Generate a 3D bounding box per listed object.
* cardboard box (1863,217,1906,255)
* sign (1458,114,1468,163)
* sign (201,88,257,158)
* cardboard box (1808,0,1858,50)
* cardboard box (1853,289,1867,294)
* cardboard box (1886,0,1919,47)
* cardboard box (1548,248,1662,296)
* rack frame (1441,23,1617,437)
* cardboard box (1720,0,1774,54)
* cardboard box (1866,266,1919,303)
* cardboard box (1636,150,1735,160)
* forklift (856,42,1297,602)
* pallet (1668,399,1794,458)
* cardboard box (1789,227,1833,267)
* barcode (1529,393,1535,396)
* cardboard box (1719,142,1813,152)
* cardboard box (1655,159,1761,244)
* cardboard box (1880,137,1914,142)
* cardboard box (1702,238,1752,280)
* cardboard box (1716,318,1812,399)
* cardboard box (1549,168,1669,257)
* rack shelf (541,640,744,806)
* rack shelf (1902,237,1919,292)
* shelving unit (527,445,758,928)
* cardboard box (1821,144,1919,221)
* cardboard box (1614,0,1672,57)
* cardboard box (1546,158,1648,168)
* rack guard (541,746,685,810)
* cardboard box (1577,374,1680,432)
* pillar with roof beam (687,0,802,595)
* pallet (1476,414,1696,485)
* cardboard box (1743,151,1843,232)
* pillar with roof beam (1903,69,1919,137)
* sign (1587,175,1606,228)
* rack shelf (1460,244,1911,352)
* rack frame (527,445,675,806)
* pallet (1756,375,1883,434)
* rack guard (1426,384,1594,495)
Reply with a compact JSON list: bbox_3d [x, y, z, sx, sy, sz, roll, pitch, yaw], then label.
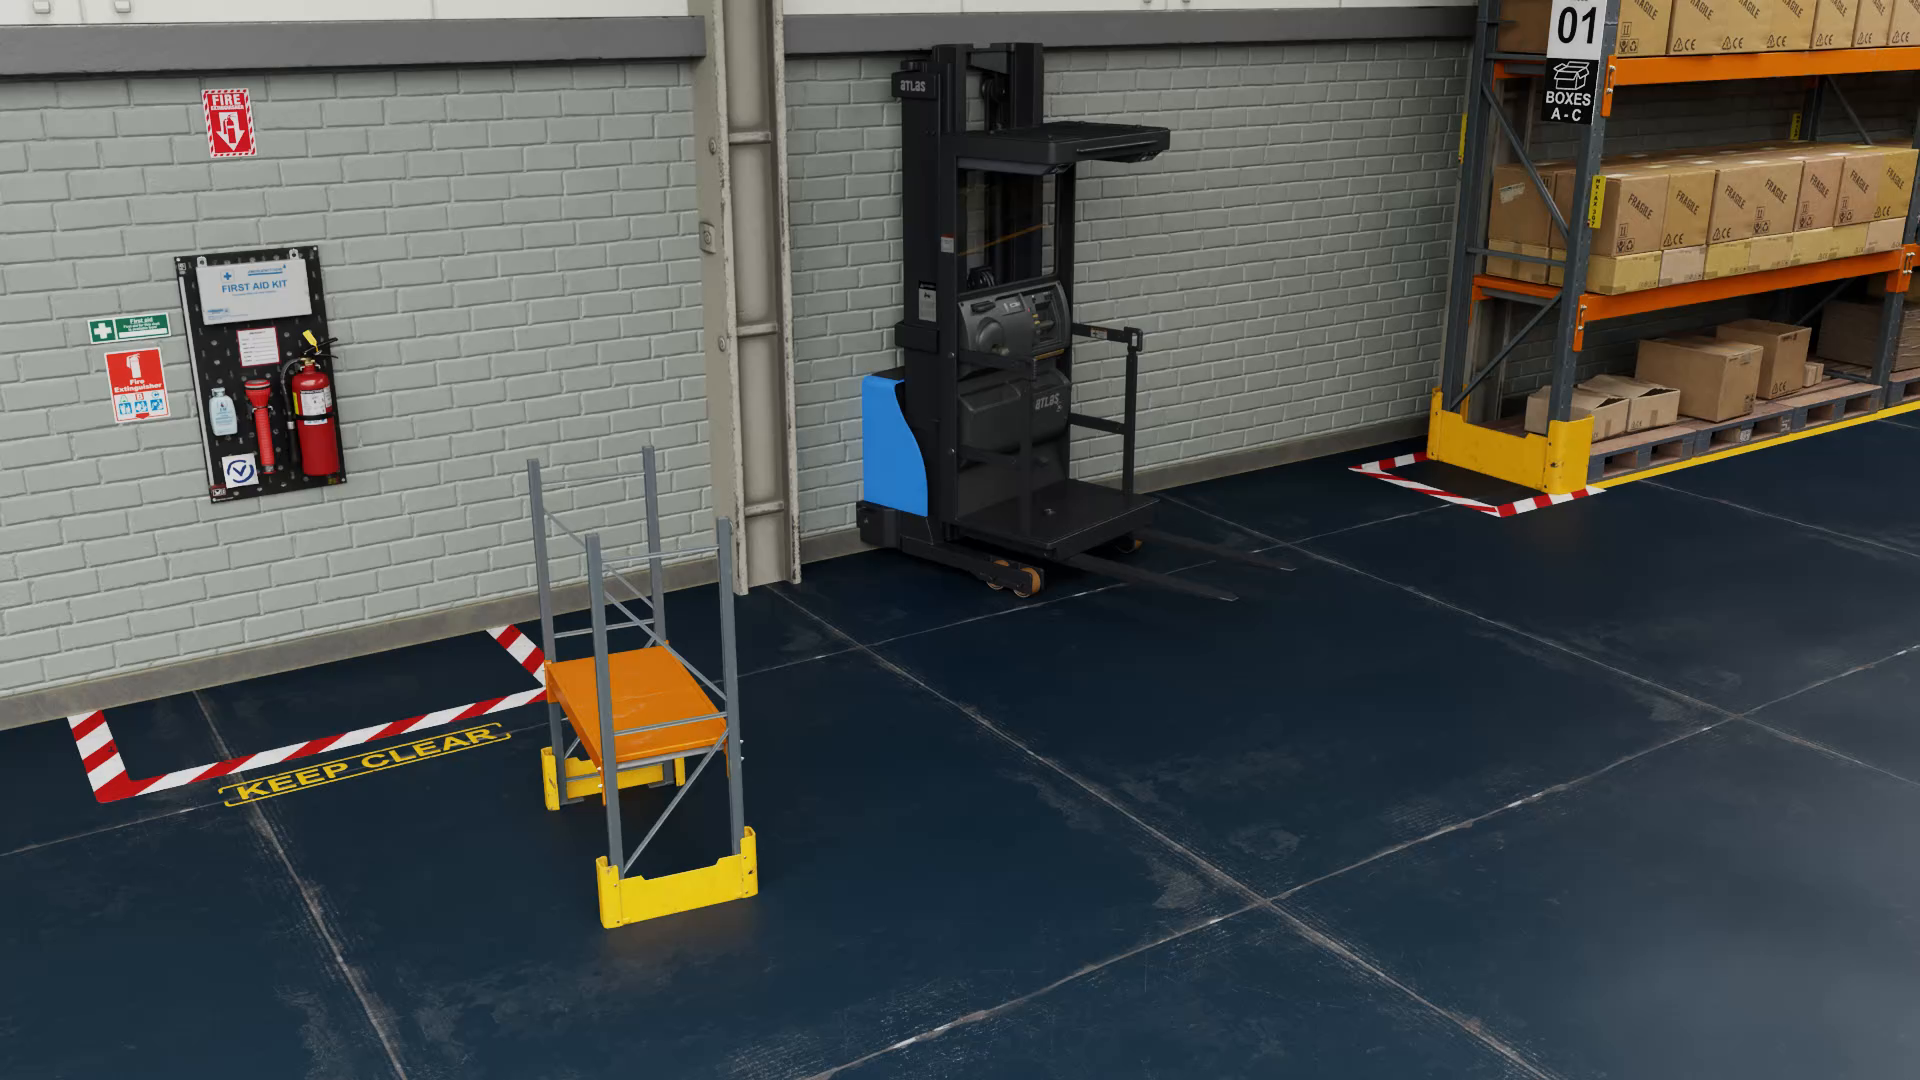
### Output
[{"bbox_3d":[6.860,-2.366,12.763,0.500,0.250,0.500,-12,22,-31],"label":"cardboard box"},{"bbox_3d":[3.459,-2.738,11.359,0.005,0.325,0.100,-12,22,-31],"label":"sign"},{"bbox_3d":[-3.301,-1.884,7.514,0.199,0.298,0.001,-12,22,-31],"label":"sign"},{"bbox_3d":[5.931,-3.722,11.699,0.500,0.500,0.500,-13,23,-33],"label":"cardboard box"},{"bbox_3d":[8.098,-1.855,14.265,0.500,0.500,0.700,-12,22,-32],"label":"cardboard box"},{"bbox_3d":[6.801,-3.915,12.269,0.500,0.500,0.500,-11,22,-30],"label":"cardboard box"},{"bbox_3d":[4.330,-1.827,11.169,0.500,0.250,0.500,-13,22,-33],"label":"cardboard box"},{"bbox_3d":[3.748,-1.888,11.145,0.127,3.000,1.000,-12,22,-31],"label":"rack frame"},{"bbox_3d":[5.064,-3.535,11.147,0.500,0.500,0.500,-11,21,-29],"label":"cardboard box"},{"bbox_3d":[8.060,-2.184,14.068,0.500,0.250,0.500,-12,22,-33],"label":"cardboard box"},{"bbox_3d":[5.300,-2.588,12.249,0.500,0.500,0.500,-12,22,-31],"label":"cardboard box"},{"bbox_3d":[0.478,-1.258,9.390,3.031,2.935,1.130,15,24,38],"label":"forklift"},{"bbox_3d":[5.527,-0.927,12.658,1.213,0.211,1.003,-12,22,-31],"label":"pallet"},{"bbox_3d":[6.027,-2.188,12.236,0.500,0.250,0.500,-12,22,-32],"label":"cardboard box"},{"bbox_3d":[4.170,-1.035,12.119,0.075,0.075,0.001,-12,22,-31],"label":"barcode"},{"bbox_3d":[6.147,-2.769,12.784,0.500,0.500,0.500,-12,22,-32],"label":"cardboard box"},{"bbox_3d":[5.165,-2.359,11.571,0.500,0.500,0.500,-13,22,-33],"label":"cardboard box"},{"bbox_3d":[8.003,-3.025,13.666,0.500,0.500,0.700,-9,21,-26],"label":"cardboard box"},{"bbox_3d":[5.185,-2.011,11.711,0.500,0.250,0.500,-12,22,-32],"label":"cardboard box"},{"bbox_3d":[6.244,-1.423,12.987,0.500,0.500,0.500,-14,23,-35],"label":"cardboard box"},{"bbox_3d":[4.312,-2.185,11.057,0.500,0.500,0.500,-12,22,-31],"label":"cardboard box"},{"bbox_3d":[-1.247,0.684,6.442,0.538,0.185,1.000,-8,20,-23],"label":"rack shelf"},{"bbox_3d":[8.759,-2.604,14.386,4.000,0.370,1.077,-12,22,-31],"label":"rack shelf"},{"bbox_3d":[-1.251,0.511,6.393,0.587,1.500,1.083,-8,20,-23],"label":"shelving unit"},{"bbox_3d":[6.864,-2.720,12.639,0.500,0.500,0.500,-12,22,-32],"label":"cardboard box"},{"bbox_3d":[4.165,-3.358,10.622,0.500,0.500,0.500,-11,22,-30],"label":"cardboard box"},{"bbox_3d":[4.450,-2.407,11.714,0.500,0.500,0.500,-12,22,-31],"label":"cardboard box"},{"bbox_3d":[-1.459,0.958,7.021,0.587,0.250,0.087,-8,20,-23],"label":"rack guard"},{"bbox_3d":[4.851,-1.021,12.092,0.500,0.311,0.500,-10,21,-27],"label":"cardboard box"},{"bbox_3d":[1.213,-2.876,4.701,0.400,9.000,9.100,-12,22,-31],"label":"pillar with roof beam"},{"bbox_3d":[4.509,-0.714,12.027,1.213,0.211,1.003,-12,22,-31],"label":"pallet"},{"bbox_3d":[6.023,-2.545,12.120,0.500,0.500,0.500,-13,22,-33],"label":"cardboard box"},{"bbox_3d":[11.235,-4.990,10.953,0.400,9.000,9.100,-12,22,-31],"label":"pillar with roof beam"},{"bbox_3d":[4.046,-2.153,10.577,0.005,0.325,0.100,-12,22,-31],"label":"sign"},{"bbox_3d":[5.418,-1.899,12.302,4.000,0.370,1.077,-12,22,-31],"label":"rack shelf"},{"bbox_3d":[-1.459,0.365,6.822,0.500,1.500,0.032,-8,20,-23],"label":"rack frame"},{"bbox_3d":[6.547,-1.144,13.298,1.213,0.211,1.003,-12,22,-31],"label":"pallet"},{"bbox_3d":[3.811,-0.717,11.585,0.348,0.500,1.175,-12,22,-31],"label":"rack guard"}]
